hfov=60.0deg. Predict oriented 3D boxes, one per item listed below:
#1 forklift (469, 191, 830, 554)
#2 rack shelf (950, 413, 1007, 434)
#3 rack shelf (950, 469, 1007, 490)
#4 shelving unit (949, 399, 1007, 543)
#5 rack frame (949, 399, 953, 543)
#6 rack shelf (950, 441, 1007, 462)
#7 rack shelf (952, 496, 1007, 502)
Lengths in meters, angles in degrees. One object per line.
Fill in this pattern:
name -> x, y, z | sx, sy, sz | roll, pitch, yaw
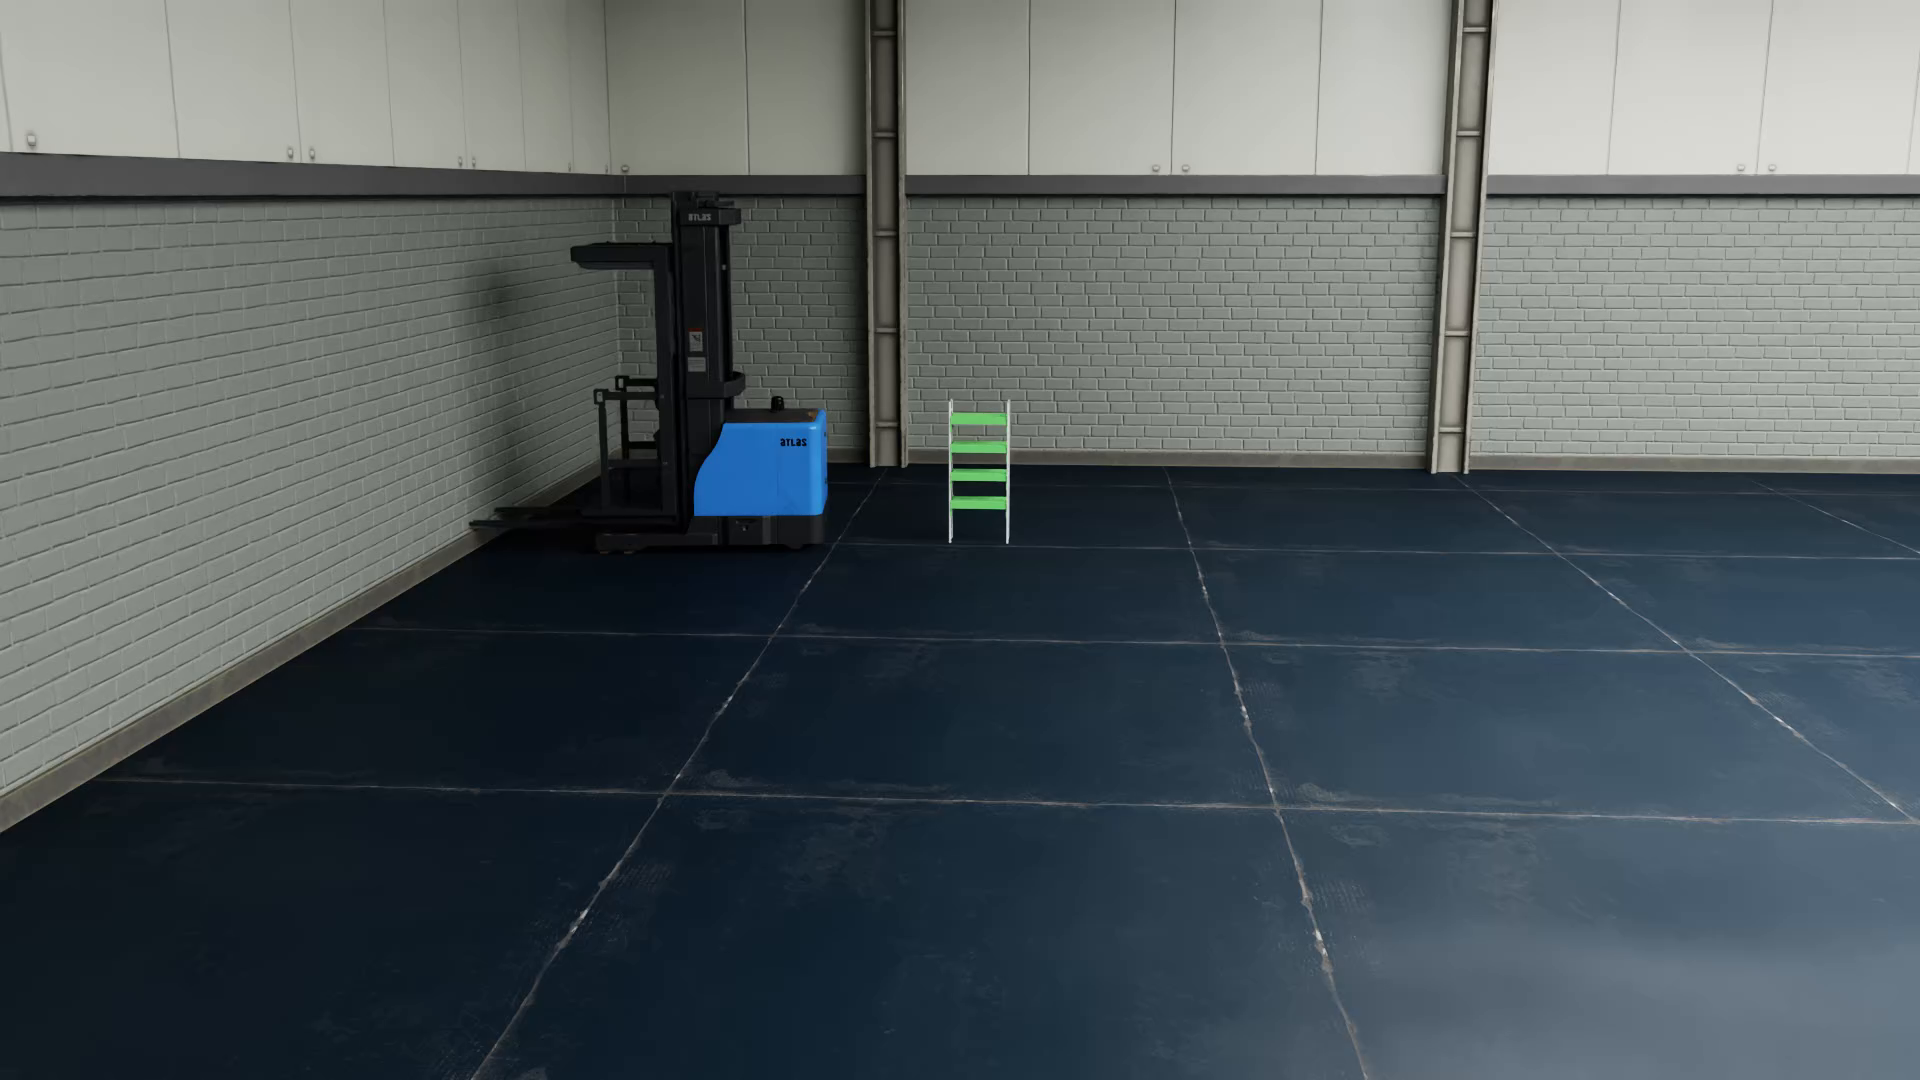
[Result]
forklift -> -2.655, -1.430, 13.947 | 3.031, 2.935, 1.130 | 0, 12, -1
rack shelf -> 0.165, -0.992, 14.049 | 0.480, 0.148, 0.258 | 1, 12, 4
rack shelf -> 0.165, -0.522, 14.147 | 0.480, 0.148, 0.258 | 1, 12, 4
shelving unit -> 0.159, -0.585, 14.135 | 0.492, 1.200, 0.258 | 1, 12, 4
rack frame -> -0.078, -0.588, 14.150 | 0.015, 1.200, 0.240 | 1, 12, 4
rack shelf -> 0.165, -0.757, 14.098 | 0.480, 0.148, 0.258 | 1, 12, 4
rack shelf -> 0.165, -0.340, 14.186 | 0.457, 0.021, 0.221 | 1, 12, 4
